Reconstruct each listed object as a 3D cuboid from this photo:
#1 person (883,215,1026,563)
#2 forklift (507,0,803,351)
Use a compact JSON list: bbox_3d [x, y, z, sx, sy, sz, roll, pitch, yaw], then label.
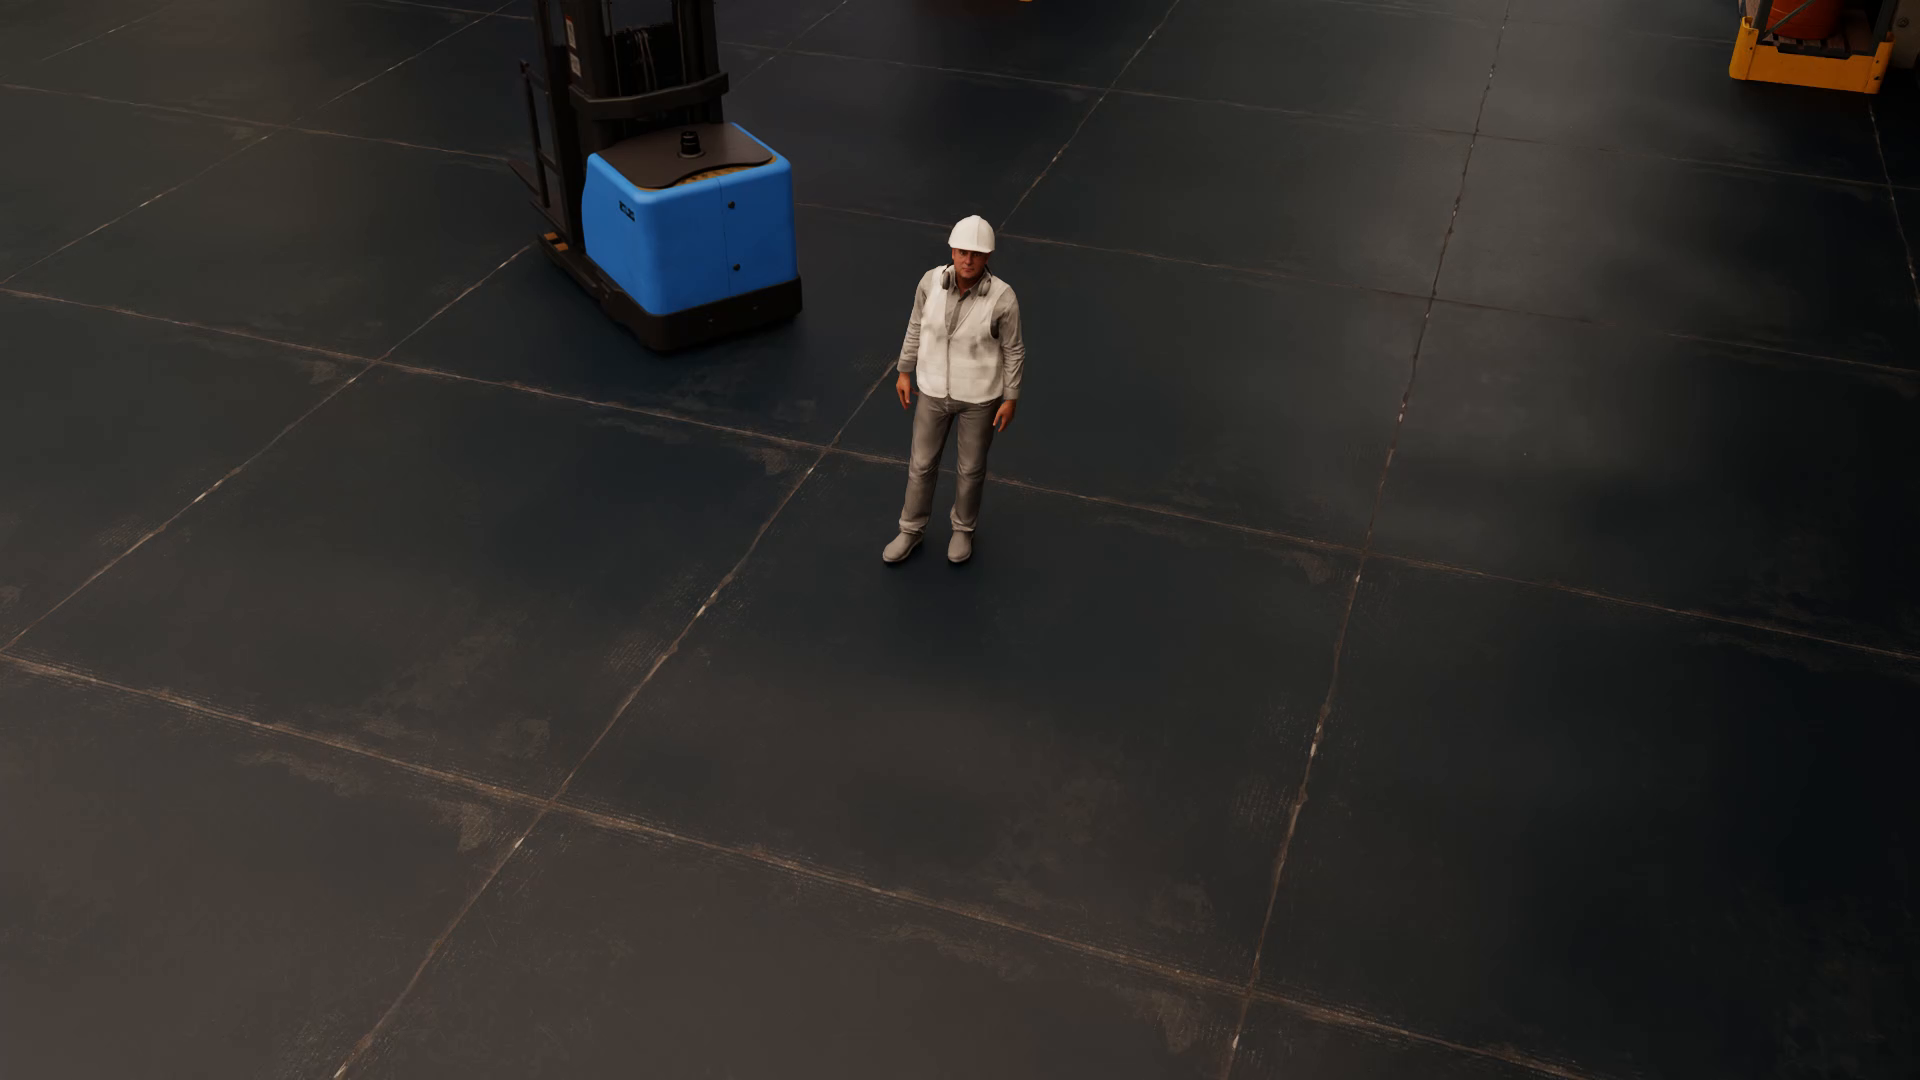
[{"bbox_3d":[-0.028,-0.697,8.081,0.633,1.775,0.566,12,37,16],"label":"person"},{"bbox_3d":[-2.221,-3.166,10.577,1.130,2.935,3.031,-20,40,-26],"label":"forklift"}]
